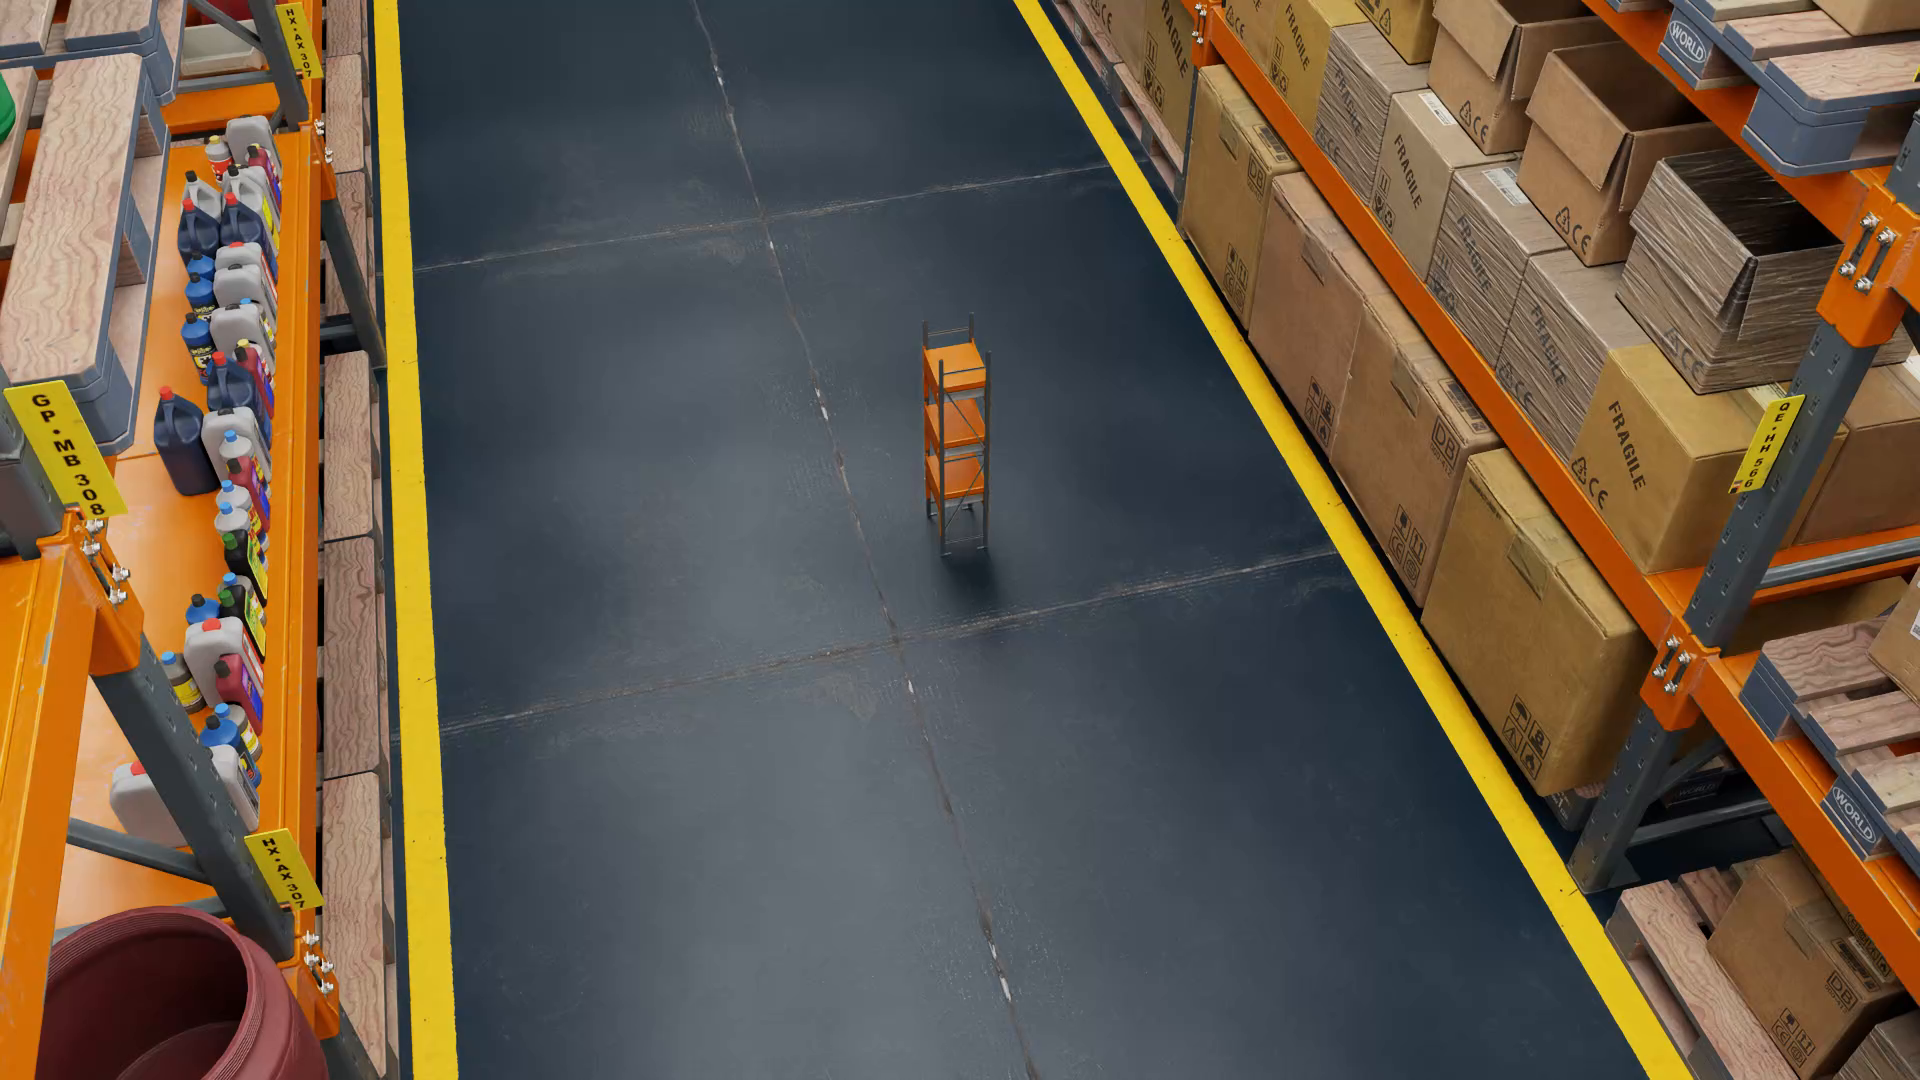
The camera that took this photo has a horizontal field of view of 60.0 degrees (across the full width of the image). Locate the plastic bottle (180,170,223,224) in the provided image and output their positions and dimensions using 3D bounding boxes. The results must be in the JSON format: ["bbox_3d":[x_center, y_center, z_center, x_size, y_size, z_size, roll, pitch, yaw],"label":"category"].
[{"bbox_3d":[-2.765,-1.182,6.093,0.144,0.351,0.185,-11,47,-10],"label":"plastic bottle"}]

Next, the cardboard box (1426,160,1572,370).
[{"bbox_3d":[2.011,-0.978,5.789,0.500,0.500,0.500,-12,47,-12],"label":"cardboard box"}]

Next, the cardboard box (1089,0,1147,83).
[{"bbox_3d":[1.288,-3.201,9.231,0.875,0.875,0.875,-11,47,-10],"label":"cardboard box"}]

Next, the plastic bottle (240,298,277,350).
[{"bbox_3d":[-2.451,-0.749,5.774,0.097,0.201,0.097,0,46,0],"label":"plastic bottle"}]

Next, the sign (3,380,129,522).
[{"bbox_3d":[-1.623,-0.157,3.028,0.100,0.325,0.005,-11,47,-10],"label":"sign"}]

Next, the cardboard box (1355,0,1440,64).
[{"bbox_3d":[1.946,-2.176,6.261,0.797,0.503,0.637,-10,46,-10],"label":"cardboard box"}]

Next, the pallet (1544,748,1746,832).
[{"bbox_3d":[2.505,0.474,6.388,1.003,0.211,1.213,-11,47,-10],"label":"pallet"}]

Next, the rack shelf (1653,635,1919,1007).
[{"bbox_3d":[3.146,1.689,3.749,1.077,0.370,4.000,-11,47,-10],"label":"rack shelf"}]

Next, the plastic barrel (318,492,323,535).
[{"bbox_3d":[-2.873,-0.345,6.414,0.600,0.901,0.708,-11,47,-10],"label":"plastic barrel"}]

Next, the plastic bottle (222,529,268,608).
[{"bbox_3d":[-2.119,0.065,4.919,0.061,0.283,0.133,-11,47,-10],"label":"plastic bottle"}]

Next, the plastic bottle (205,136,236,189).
[{"bbox_3d":[-2.880,-1.482,6.492,0.097,0.201,0.097,0,46,0],"label":"plastic bottle"}]

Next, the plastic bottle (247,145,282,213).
[{"bbox_3d":[-2.661,-1.395,6.349,0.061,0.283,0.133,-11,47,-10],"label":"plastic bottle"}]

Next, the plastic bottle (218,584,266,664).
[{"bbox_3d":[-2.060,0.224,4.762,0.061,0.283,0.133,-11,47,-10],"label":"plastic bottle"}]

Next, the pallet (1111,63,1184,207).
[{"bbox_3d":[1.491,-2.269,9.077,1.003,0.211,1.213,-11,47,-10],"label":"pallet"}]

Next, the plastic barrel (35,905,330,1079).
[{"bbox_3d":[-1.742,1.179,3.650,0.600,0.536,0.708,-11,47,-10],"label":"plastic barrel"}]

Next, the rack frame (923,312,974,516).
[{"bbox_3d":[-0.045,-0.489,6.745,0.200,1.050,0.008,-11,47,-10],"label":"rack frame"}]

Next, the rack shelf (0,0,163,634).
[{"bbox_3d":[-2.665,-1.217,4.497,1.077,0.370,4.000,-11,47,-10],"label":"rack shelf"}]

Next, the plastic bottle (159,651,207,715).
[{"bbox_3d":[-2.186,0.390,4.658,0.097,0.201,0.097,0,46,0],"label":"plastic bottle"}]

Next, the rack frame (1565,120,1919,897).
[{"bbox_3d":[2.634,0.056,4.846,1.000,3.000,0.127,-11,47,-10],"label":"rack frame"}]

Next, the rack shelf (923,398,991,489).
[{"bbox_3d":[-0.014,-0.397,6.670,0.215,0.259,0.240,-11,47,-10],"label":"rack shelf"}]

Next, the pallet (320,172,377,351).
[{"bbox_3d":[-3.403,-1.325,8.151,1.003,0.211,1.213,-11,47,-10],"label":"pallet"}]

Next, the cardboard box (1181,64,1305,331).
[{"bbox_3d":[1.794,-1.671,7.731,1.225,0.875,0.875,-11,47,-10],"label":"cardboard box"}]

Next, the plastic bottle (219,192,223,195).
[{"bbox_3d":[-2.786,-1.230,6.245,0.097,0.201,0.097,0,46,0],"label":"plastic bottle"}]

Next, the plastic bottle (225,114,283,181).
[{"bbox_3d":[-2.764,-1.544,6.500,0.152,0.276,0.135,-11,47,-10],"label":"plastic bottle"}]

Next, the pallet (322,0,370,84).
[{"bbox_3d":[-4.028,-3.009,9.802,1.003,0.211,1.213,-11,47,-10],"label":"pallet"}]

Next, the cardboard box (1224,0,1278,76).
[{"bbox_3d":[1.487,-2.377,7.160,0.500,0.500,0.500,-11,47,-10],"label":"cardboard box"}]

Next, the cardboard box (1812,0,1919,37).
[{"bbox_3d":[2.409,-1.585,3.987,0.797,0.503,0.637,-8,46,-8],"label":"cardboard box"}]

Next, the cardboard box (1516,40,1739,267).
[{"bbox_3d":[2.299,-1.288,5.391,0.797,0.503,0.637,-10,46,-9],"label":"cardboard box"}]

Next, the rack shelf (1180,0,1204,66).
[{"bbox_3d":[1.098,-3.835,9.162,1.077,0.370,4.000,-11,47,-10],"label":"rack shelf"}]

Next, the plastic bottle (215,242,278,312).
[{"bbox_3d":[-2.541,-0.943,5.912,0.152,0.276,0.135,-11,47,-10],"label":"plastic bottle"}]

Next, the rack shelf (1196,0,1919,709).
[{"bbox_3d":[2.122,-1.073,6.456,1.077,0.370,4.000,-11,47,-10],"label":"rack shelf"}]

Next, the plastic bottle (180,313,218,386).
[{"bbox_3d":[-2.563,-0.653,5.630,0.097,0.271,0.097,0,46,0],"label":"plastic bottle"}]

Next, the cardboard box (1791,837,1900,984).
[{"bbox_3d":[2.835,0.972,4.865,0.500,0.250,0.500,-9,46,-9],"label":"cardboard box"}]

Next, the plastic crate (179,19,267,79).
[{"bbox_3d":[-3.158,-2.076,7.078,0.396,0.136,0.243,-11,47,-10],"label":"plastic crate"}]

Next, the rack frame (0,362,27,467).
[{"bbox_3d":[-2.153,-1.138,1.816,1.000,3.000,0.127,-11,47,-10],"label":"rack frame"}]

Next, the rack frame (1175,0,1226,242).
[{"bbox_3d":[1.610,-2.706,7.552,1.000,3.000,0.127,-11,47,-10],"label":"rack frame"}]

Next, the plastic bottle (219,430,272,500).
[{"bbox_3d":[-2.251,-0.234,5.220,0.097,0.271,0.097,0,46,0],"label":"plastic bottle"}]

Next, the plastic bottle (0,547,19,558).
[{"bbox_3d":[-2.962,-0.129,5.061,0.144,0.351,0.185,-11,47,-10],"label":"plastic bottle"}]

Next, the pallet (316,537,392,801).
[{"bbox_3d":[-2.704,0.560,6.304,1.003,0.211,1.213,-11,47,-10],"label":"pallet"}]

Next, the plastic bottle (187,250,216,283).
[{"bbox_3d":[-2.657,-0.906,5.878,0.097,0.271,0.097,0,46,0],"label":"plastic bottle"}]

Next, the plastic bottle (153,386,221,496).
[{"bbox_3d":[-2.456,-0.327,5.255,0.144,0.351,0.185,-11,47,-10],"label":"plastic bottle"}]

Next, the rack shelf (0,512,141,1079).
[{"bbox_3d":[-1.641,1.544,1.791,1.077,0.370,4.000,-11,47,-10],"label":"rack shelf"}]

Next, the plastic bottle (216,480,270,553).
[{"bbox_3d":[-2.192,-0.074,5.063,0.097,0.271,0.097,0,46,0],"label":"plastic bottle"}]

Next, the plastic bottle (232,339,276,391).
[{"bbox_3d":[-2.391,-0.589,5.617,0.097,0.201,0.097,0,46,0],"label":"plastic bottle"}]

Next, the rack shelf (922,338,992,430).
[{"bbox_3d":[-0.014,-0.596,6.467,0.215,0.259,0.240,-11,47,-10],"label":"rack shelf"}]

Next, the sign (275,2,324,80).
[{"bbox_3d":[-2.645,-1.996,6.663,0.100,0.325,0.005,-11,47,-10],"label":"sign"}]

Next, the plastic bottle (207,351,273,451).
[{"bbox_3d":[-2.344,-0.447,5.374,0.144,0.351,0.185,-11,47,-10],"label":"plastic bottle"}]

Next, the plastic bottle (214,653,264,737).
[{"bbox_3d":[-1.992,0.409,4.581,0.061,0.283,0.133,-11,47,-10],"label":"plastic bottle"}]

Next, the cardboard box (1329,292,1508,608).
[{"bbox_3d":[2.257,-0.444,6.530,1.225,0.875,0.875,-11,47,-10],"label":"cardboard box"}]

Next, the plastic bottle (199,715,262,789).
[{"bbox_3d":[-1.955,0.564,4.438,0.097,0.271,0.097,0,46,0],"label":"plastic bottle"}]

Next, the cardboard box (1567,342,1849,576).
[{"bbox_3d":[2.269,-0.274,5.099,0.500,0.500,0.500,-9,46,-9],"label":"cardboard box"}]

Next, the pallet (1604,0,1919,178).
[{"bbox_3d":[2.418,-1.363,4.268,1.213,0.211,1.003,-9,46,-8],"label":"pallet"}]

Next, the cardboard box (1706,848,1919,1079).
[{"bbox_3d":[2.825,1.236,5.132,0.700,0.500,0.500,-13,47,-12],"label":"cardboard box"}]

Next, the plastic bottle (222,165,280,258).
[{"bbox_3d":[-2.626,-1.208,6.119,0.144,0.351,0.185,-11,47,-10],"label":"plastic bottle"}]

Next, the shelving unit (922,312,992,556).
[{"bbox_3d":[-0.014,-0.404,6.662,0.215,1.050,0.252,-11,47,-10],"label":"shelving unit"}]

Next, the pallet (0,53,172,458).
[{"bbox_3d":[-2.255,-0.568,3.489,1.003,0.211,1.213,-11,47,-10],"label":"pallet"}]

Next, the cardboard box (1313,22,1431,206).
[{"bbox_3d":[1.744,-1.685,6.482,0.500,0.500,0.500,-12,47,-11],"label":"cardboard box"}]
